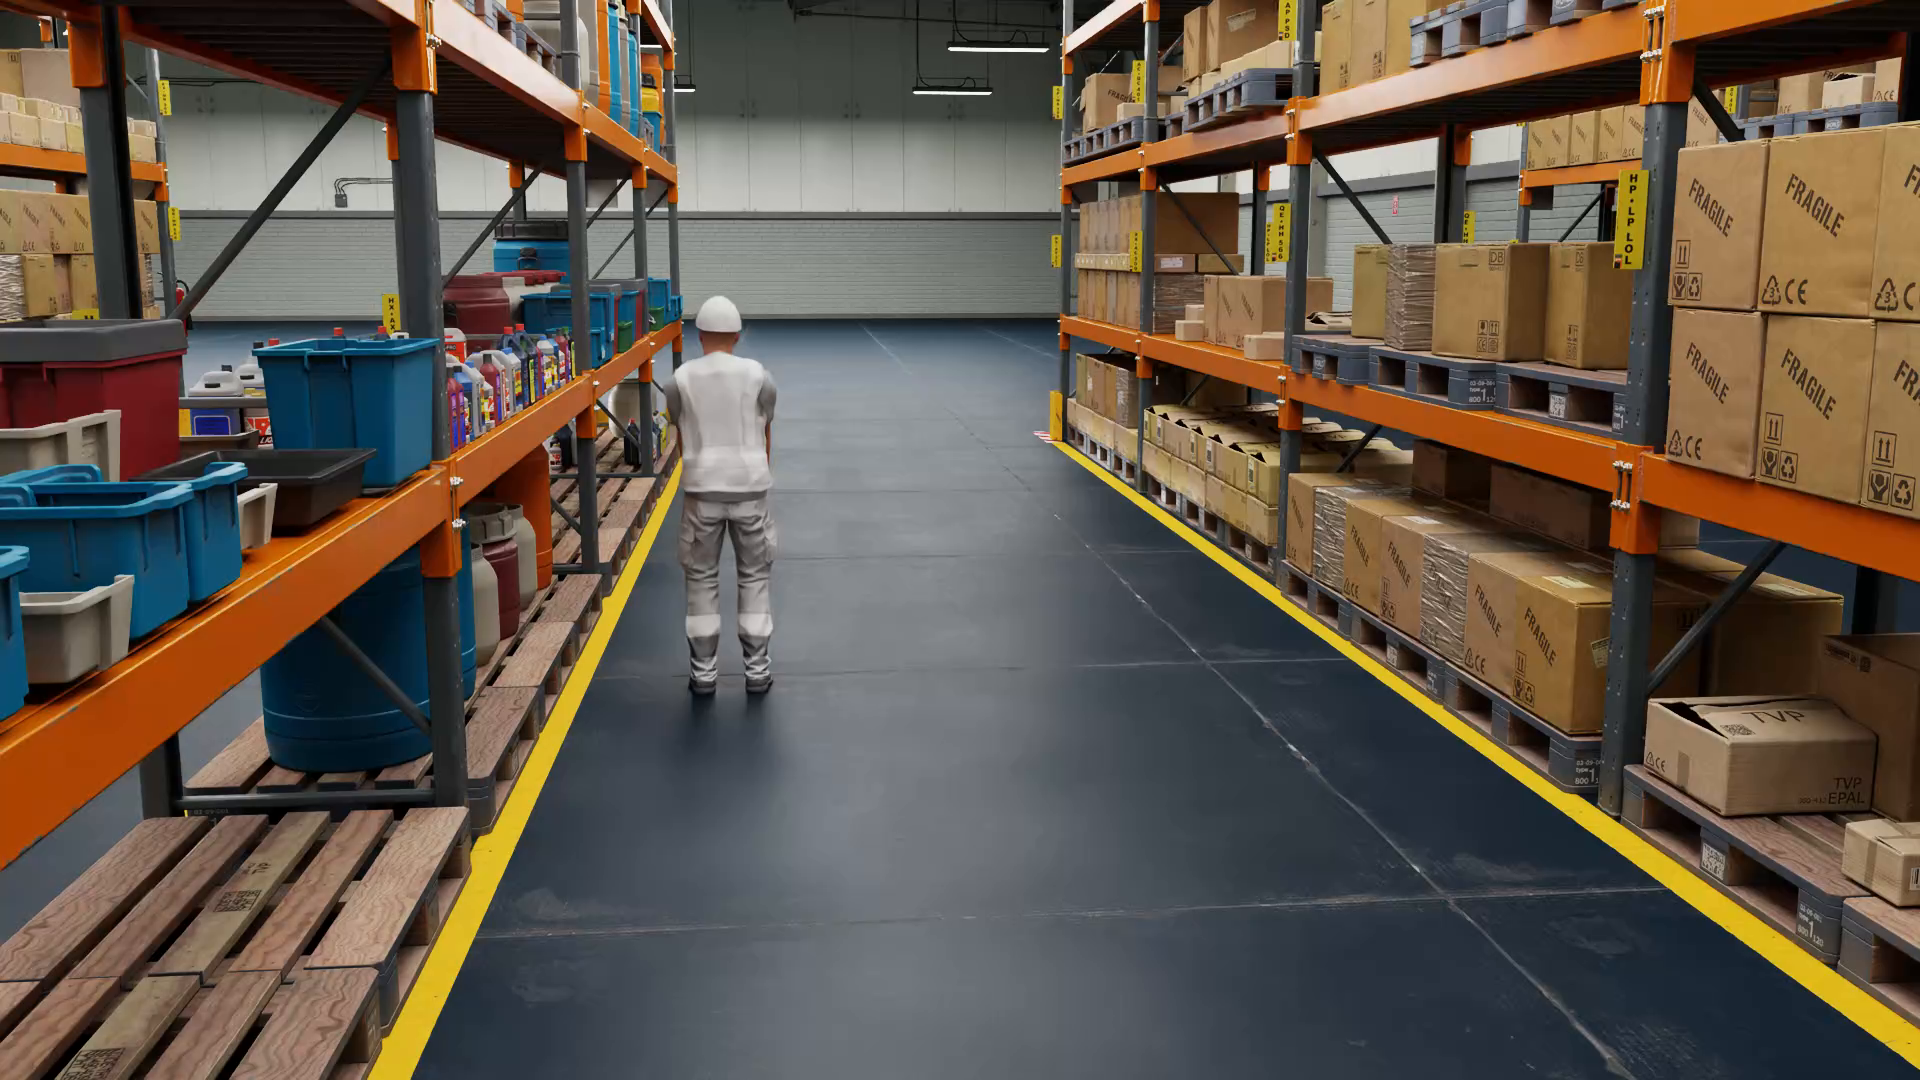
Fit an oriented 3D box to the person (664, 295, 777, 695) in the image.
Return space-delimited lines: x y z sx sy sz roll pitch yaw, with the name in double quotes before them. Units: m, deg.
"person" -1.075 -0.214 7.568 0.495 1.784 0.560 -1 10 -7
